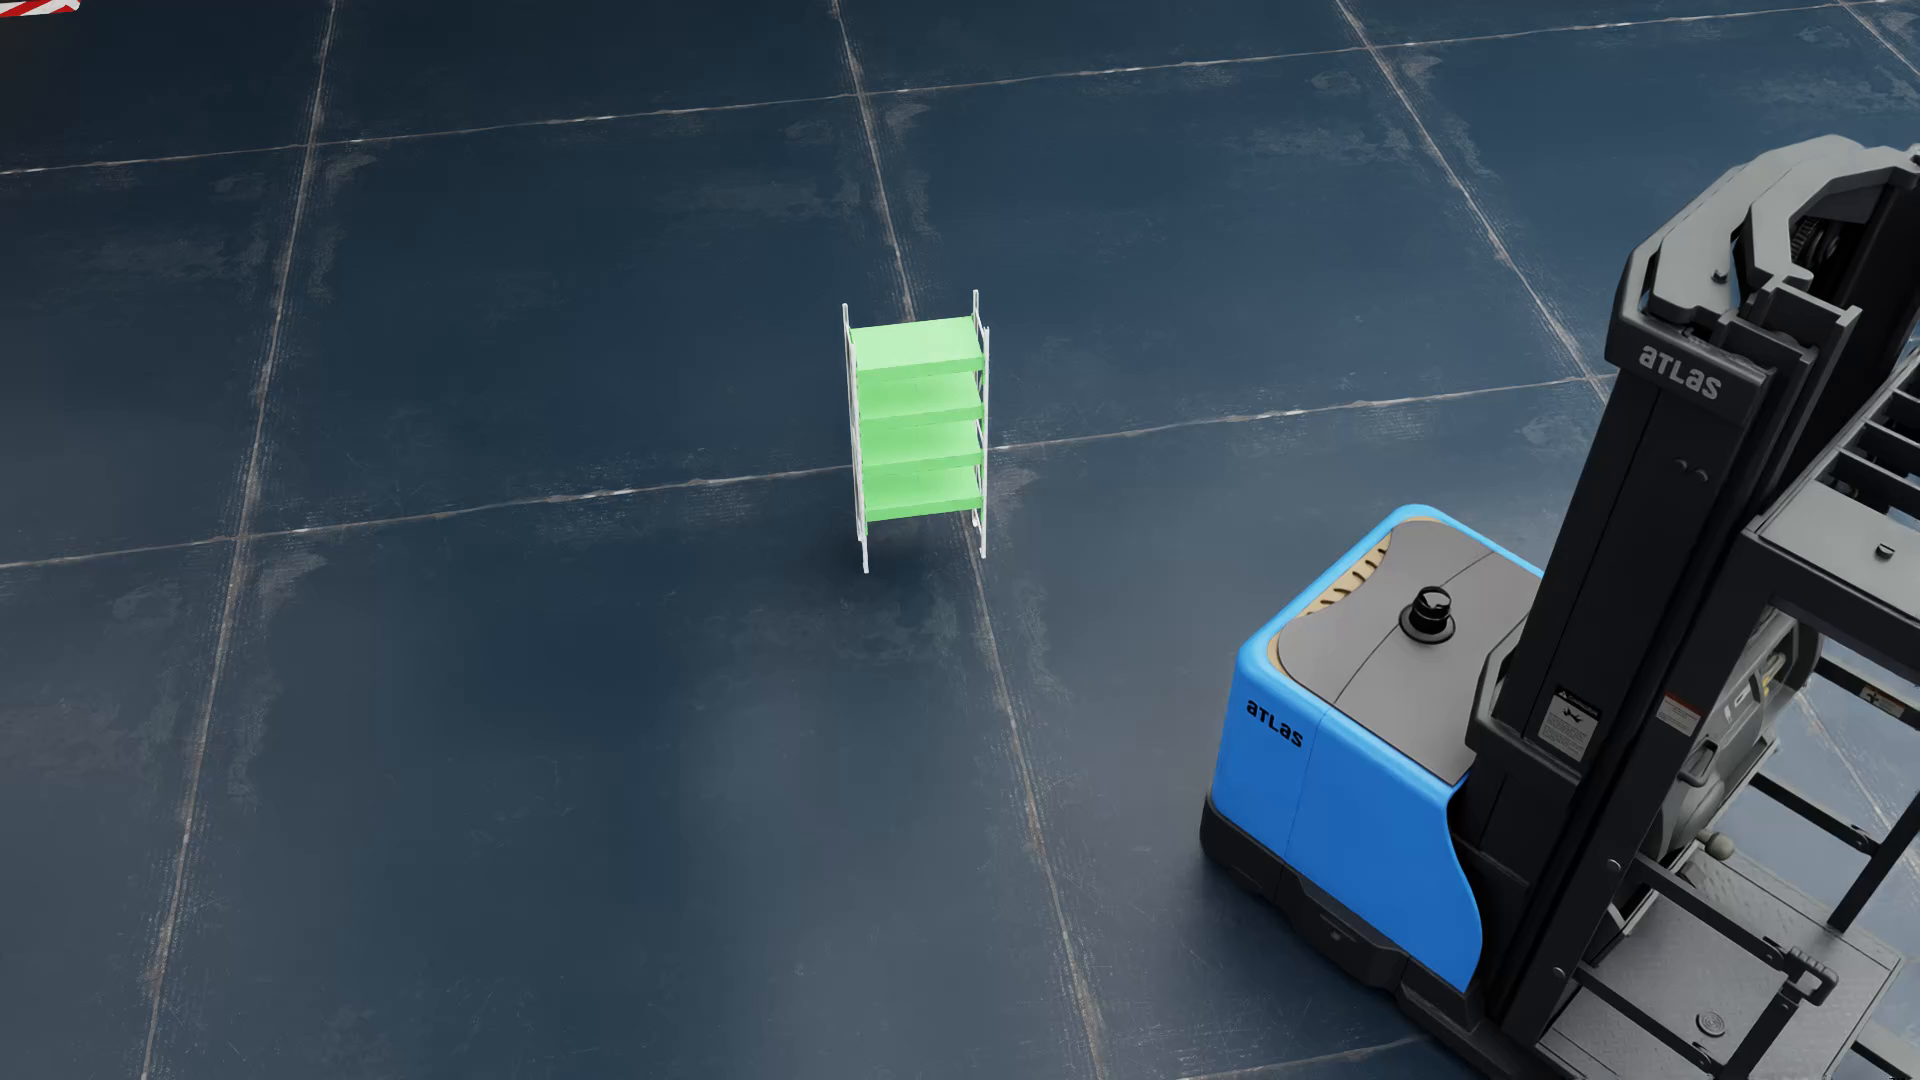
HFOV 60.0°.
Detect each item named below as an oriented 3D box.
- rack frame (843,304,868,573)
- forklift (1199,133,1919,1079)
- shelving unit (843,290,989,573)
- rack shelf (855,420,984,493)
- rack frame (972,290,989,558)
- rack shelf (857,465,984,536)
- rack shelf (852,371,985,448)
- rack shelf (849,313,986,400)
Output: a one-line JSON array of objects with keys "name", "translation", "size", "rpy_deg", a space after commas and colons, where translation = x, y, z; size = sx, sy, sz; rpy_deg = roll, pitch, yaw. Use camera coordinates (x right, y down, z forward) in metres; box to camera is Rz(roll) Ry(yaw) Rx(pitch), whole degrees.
[{"name": "rack frame", "translation": [-0.404, -0.366, 6.463], "size": [0.015, 1.200, 0.240], "rpy_deg": [-7, 46, -7]}, {"name": "forklift", "translation": [2.243, 0.573, 4.356], "size": [3.031, 2.935, 1.130], "rpy_deg": [35, 56, 29]}, {"name": "shelving unit", "translation": [-0.163, -0.396, 6.491], "size": [0.503, 1.200, 0.258], "rpy_deg": [-7, 46, -7]}, {"name": "rack shelf", "translation": [-0.163, -0.352, 6.538], "size": [0.480, 0.148, 0.258], "rpy_deg": [-7, 46, -7]}, {"name": "rack frame", "translation": [0.077, -0.426, 6.520], "size": [0.015, 1.200, 0.240], "rpy_deg": [-7, 46, -7]}, {"name": "rack shelf", "translation": [-0.163, -0.185, 6.710], "size": [0.480, 0.148, 0.258], "rpy_deg": [-7, 46, -7]}, {"name": "rack shelf", "translation": [-0.163, -0.518, 6.365], "size": [0.480, 0.148, 0.258], "rpy_deg": [-7, 46, -7]}, {"name": "rack shelf", "translation": [-0.163, -0.685, 6.192], "size": [0.480, 0.148, 0.258], "rpy_deg": [-7, 46, -7]}]
